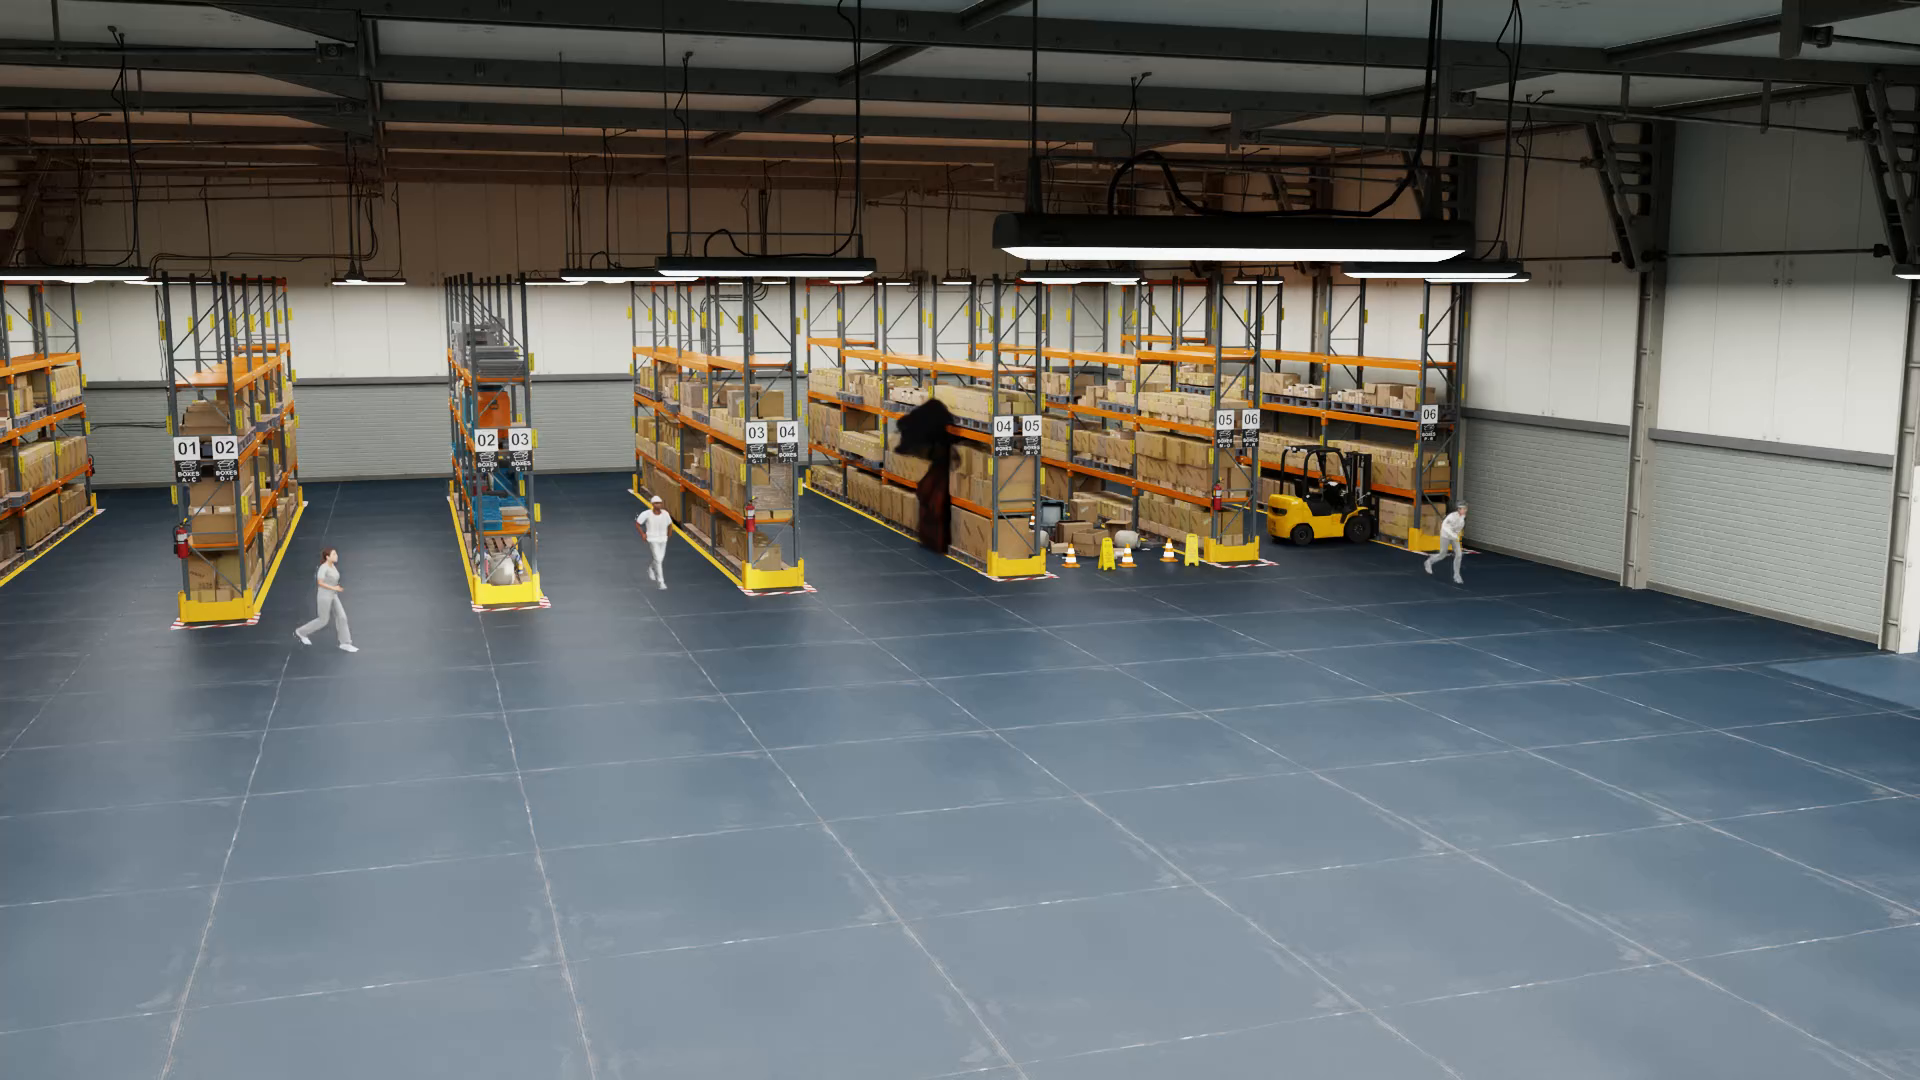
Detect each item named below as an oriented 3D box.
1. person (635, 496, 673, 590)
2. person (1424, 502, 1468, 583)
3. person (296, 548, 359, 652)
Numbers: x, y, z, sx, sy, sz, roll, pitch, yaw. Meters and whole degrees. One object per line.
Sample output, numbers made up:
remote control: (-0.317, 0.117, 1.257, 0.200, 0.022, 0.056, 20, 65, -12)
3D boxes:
person: (-5.874, 0.025, 32.132, 0.704, 1.781, 0.887, -7, 11, -37)
person: (9.622, 0.008, 32.898, 0.654, 1.627, 0.978, -7, 11, -37)
person: (-10.052, 0.942, 26.359, 1.001, 1.665, 0.587, 0, 9, 2)
